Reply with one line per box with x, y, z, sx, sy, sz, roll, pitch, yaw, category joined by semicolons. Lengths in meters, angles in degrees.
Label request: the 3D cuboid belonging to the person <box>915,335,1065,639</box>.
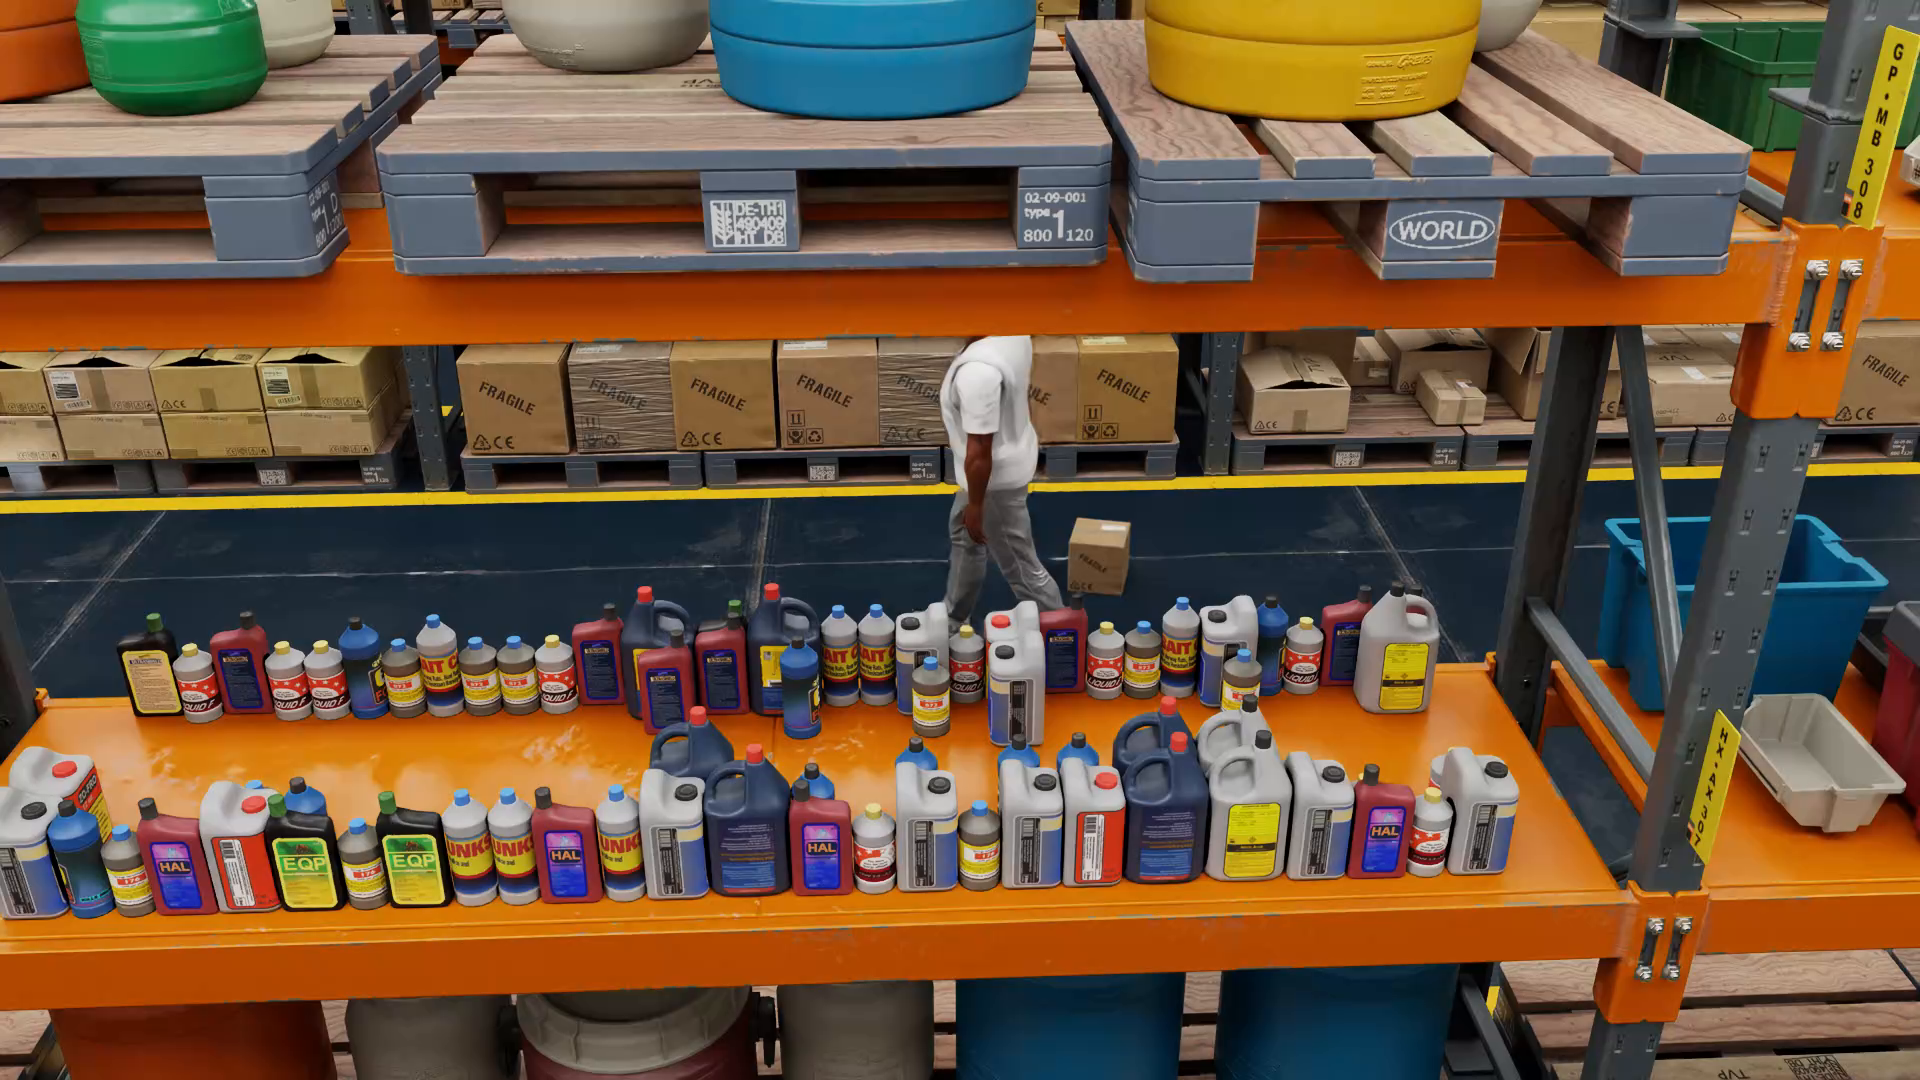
0.118;-0.264;6.628;0.785;1.765;0.624;6;28;10;person
